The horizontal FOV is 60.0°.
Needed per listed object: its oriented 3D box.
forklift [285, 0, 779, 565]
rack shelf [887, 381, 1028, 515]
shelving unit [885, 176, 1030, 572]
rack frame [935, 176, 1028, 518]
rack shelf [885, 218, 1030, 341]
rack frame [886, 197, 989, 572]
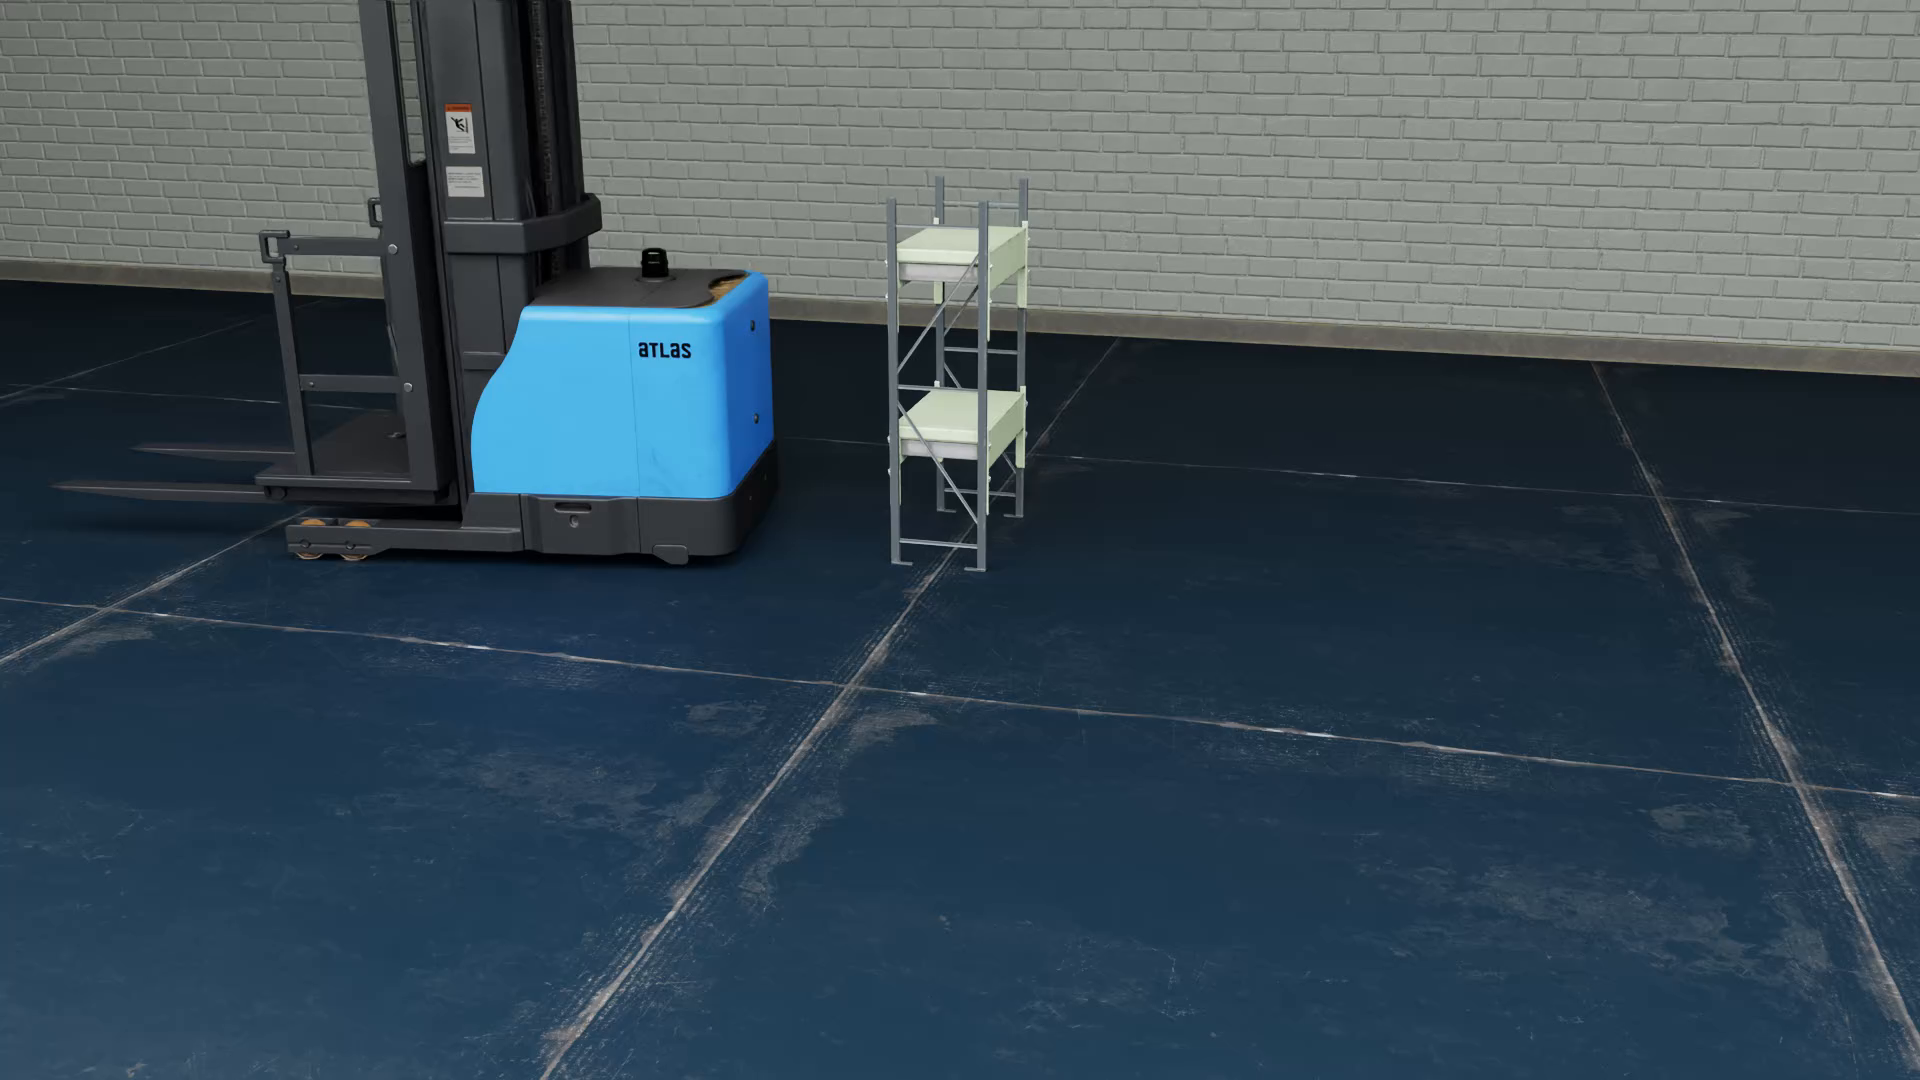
[{"bbox_3d":[-2.385,-1.466,6.946,3.031,2.935,1.130,2,19,5],"label":"forklift"},{"bbox_3d":[0.002,-0.403,7.057,0.431,0.370,0.720,5,19,13],"label":"rack shelf"},{"bbox_3d":[0.002,-0.712,6.951,0.431,1.500,0.755,5,19,13],"label":"shelving unit"},{"bbox_3d":[0.091,-0.827,7.287,0.400,1.500,0.023,5,19,13],"label":"rack frame"},{"bbox_3d":[0.002,-1.081,6.825,0.431,0.370,0.720,5,19,13],"label":"rack shelf"},{"bbox_3d":[-0.088,-0.597,6.615,0.400,1.500,0.023,5,19,13],"label":"rack frame"}]
